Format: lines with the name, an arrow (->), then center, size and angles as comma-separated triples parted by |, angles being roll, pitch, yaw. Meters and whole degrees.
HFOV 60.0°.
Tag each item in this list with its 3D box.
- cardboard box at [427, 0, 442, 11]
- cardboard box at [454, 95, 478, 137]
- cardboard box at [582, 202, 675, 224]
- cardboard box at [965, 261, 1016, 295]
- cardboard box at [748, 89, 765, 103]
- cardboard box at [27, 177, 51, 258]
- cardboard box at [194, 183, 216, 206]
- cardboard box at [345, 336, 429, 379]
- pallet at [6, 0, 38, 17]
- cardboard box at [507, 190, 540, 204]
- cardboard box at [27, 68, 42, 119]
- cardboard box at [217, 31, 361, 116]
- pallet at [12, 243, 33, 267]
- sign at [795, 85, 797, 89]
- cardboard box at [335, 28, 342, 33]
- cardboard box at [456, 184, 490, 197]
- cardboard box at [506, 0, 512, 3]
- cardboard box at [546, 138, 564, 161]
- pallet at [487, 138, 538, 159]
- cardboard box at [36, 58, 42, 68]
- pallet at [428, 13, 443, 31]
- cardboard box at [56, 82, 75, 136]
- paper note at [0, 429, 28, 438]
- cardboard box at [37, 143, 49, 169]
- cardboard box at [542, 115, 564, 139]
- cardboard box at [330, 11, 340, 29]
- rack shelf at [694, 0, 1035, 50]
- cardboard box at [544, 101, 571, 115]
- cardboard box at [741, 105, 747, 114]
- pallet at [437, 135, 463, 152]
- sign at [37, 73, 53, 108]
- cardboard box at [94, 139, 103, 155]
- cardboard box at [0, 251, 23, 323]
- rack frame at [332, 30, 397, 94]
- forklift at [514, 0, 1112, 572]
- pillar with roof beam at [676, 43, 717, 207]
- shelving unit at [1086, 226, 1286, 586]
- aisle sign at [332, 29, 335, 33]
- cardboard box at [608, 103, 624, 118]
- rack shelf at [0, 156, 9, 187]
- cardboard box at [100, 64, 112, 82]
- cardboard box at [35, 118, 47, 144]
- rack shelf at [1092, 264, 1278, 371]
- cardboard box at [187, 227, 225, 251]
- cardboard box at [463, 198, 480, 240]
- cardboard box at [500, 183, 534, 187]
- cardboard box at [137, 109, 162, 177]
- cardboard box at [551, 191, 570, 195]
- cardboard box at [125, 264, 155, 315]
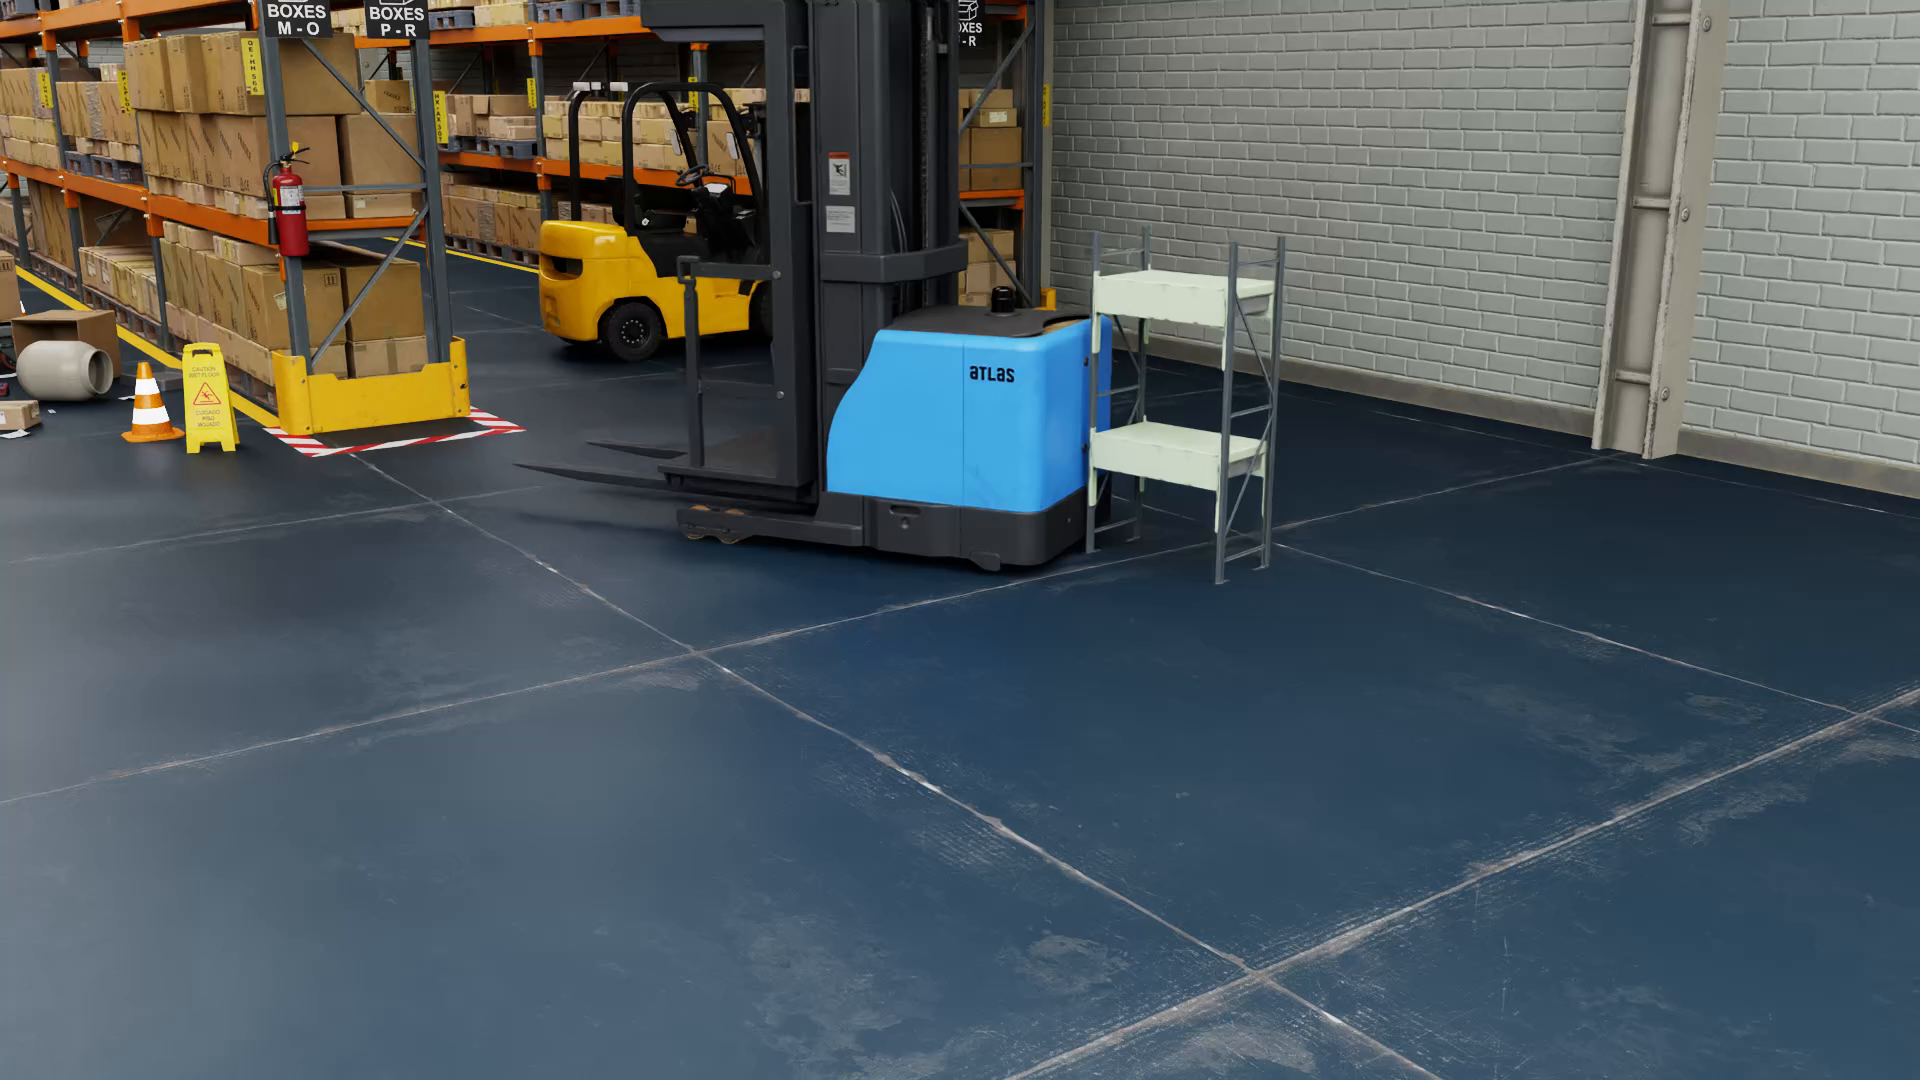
cardboard box -> -6.846, -6.934, 21.537 | 0.380, 0.149, 0.250 | -11, 19, -34
cardboard box -> -5.954, -5.378, 21.059 | 0.700, 0.500, 0.500 | -11, 19, -35
cardboard box -> -3.726, -3.473, 18.786 | 0.875, 0.625, 0.625 | -10, 18, -33
cardboard box -> 0.123, -2.231, 14.012 | 0.500, 0.250, 0.500 | -10, 18, -34
cardboard box -> -1.720, -4.060, 15.246 | 0.380, 0.149, 0.250 | -10, 18, -33
cardboard box -> -10.408, -3.830, 19.617 | 0.875, 0.875, 0.875 | -10, 18, -33
cardboard box -> -5.292, -2.502, 12.011 | 0.380, 0.149, 0.250 | -11, 19, -35
cardboard box -> -4.032, -1.301, 11.562 | 0.500, 0.250, 0.500 | -11, 19, -35
pallet -> -8.906, -5.403, 16.811 | 1.213, 0.211, 1.003 | -10, 18, -32
cardboard box -> -5.390, -4.245, 20.616 | 0.380, 0.149, 0.250 | -10, 18, -33
cardboard box -> -9.309, -4.627, 17.215 | 0.500, 0.500, 0.500 | -10, 18, -34
cardboard box -> -4.258, -2.959, 10.559 | 0.700, 0.500, 0.500 | -11, 19, -36
pallet -> -11.221, -3.602, 20.836 | 1.003, 0.211, 1.213 | -11, 19, -35
sign -> -1.672, -4.378, 16.598 | 0.100, 0.325, 0.005 | -11, 19, -35
cardboard box -> -9.177, -7.619, 25.026 | 0.380, 0.149, 0.250 | -10, 18, -33
cardboard box -> -6.443, -4.635, 22.041 | 0.380, 0.149, 0.250 | -12, 19, -37
cardboard box -> -5.146, -6.413, 19.672 | 0.380, 0.149, 0.250 | -10, 18, -33
cardboard box -> -4.409, -4.484, 19.063 | 0.500, 0.250, 0.500 | -11, 19, -34
pallet -> -4.927, -4.731, 20.042 | 1.213, 0.211, 1.003 | -11, 19, -35
cardboard box -> -10.976, -5.776, 20.184 | 0.380, 0.149, 0.250 | -11, 19, -34
pallet -> -6.497, -6.750, 21.729 | 1.213, 0.211, 1.003 | -11, 19, -35
cardboard box -> -8.408, -4.180, 16.120 | 0.500, 0.500, 0.500 | -12, 19, -36
paper note -> -5.947, -0.671, 10.469 | 0.142, 0.019, 0.148 | 10, 18, 33
cardboard box -> -9.305, -4.020, 17.367 | 0.500, 0.250, 0.500 | -10, 18, -34
cardboard box -> -4.429, -4.722, 18.983 | 0.500, 0.250, 0.500 | -11, 19, -35
cardboard box -> -9.136, -7.778, 24.853 | 0.500, 0.250, 0.500 | -11, 19, -35
rack shelf -> -0.944, -4.508, 14.546 | 1.077, 0.370, 4.000 | -11, 19, -35
cardboard box -> -4.523, -4.937, 19.013 | 0.380, 0.149, 0.250 | -10, 18, -33
cardboard box -> -1.816, -3.981, 15.522 | 0.380, 0.149, 0.250 | -11, 19, -35
pallet -> -6.442, -5.263, 21.989 | 1.003, 0.211, 1.213 | -11, 19, -35
sign -> -8.932, -4.390, 16.240 | 0.100, 0.325, 0.005 | -11, 19, -35
cardboard box -> -7.832, -3.669, 15.479 | 0.380, 0.149, 0.250 | -10, 18, -31
cardboard box -> -7.555, -1.941, 12.786 | 0.500, 0.500, 0.500 | -11, 19, -35
rack frame -> -9.176, -6.398, 25.769 | 1.000, 3.000, 0.127 | -11, 19, -35
forklift -> -0.817, -1.512, 8.047 | 3.031, 2.935, 1.130 | 7, 17, 24
pillar with roof beam -> -6.459, -6.776, 15.788 | 9.100, 9.000, 0.400 | -11, 19, -35
shelving unit -> 1.004, -0.627, 7.526 | 0.755, 1.500, 0.431 | 14, 21, 41
aisle sign -> -9.453, -7.621, 25.313 | 0.394, 0.787, 0.004 | -11, 19, -35
cardboard box -> -3.494, -4.548, 17.592 | 0.380, 0.149, 0.250 | -11, 19, -36
rack shelf -> -12.013, -4.852, 21.486 | 1.077, 0.370, 4.000 | -11, 19, -35
cardboard box -> -7.183, -4.035, 14.359 | 0.380, 0.149, 0.250 | -12, 19, -37
cardboard box -> -9.280, -4.260, 17.295 | 0.500, 0.250, 0.500 | -11, 19, -36
rack shelf -> 1.004, -1.004, 7.423 | 0.720, 0.370, 0.431 | 14, 21, 41
cardboard box -> -5.515, -2.245, 12.359 | 0.380, 0.149, 0.250 | -10, 18, -31
cardboard box -> -6.111, -4.183, 21.616 | 0.500, 0.500, 0.500 | -12, 19, -36
cardboard box -> -5.893, -4.663, 22.142 | 0.380, 0.149, 0.250 | -12, 19, -37
cardboard box -> -6.100, -3.119, 13.035 | 0.500, 0.500, 0.500 | -11, 19, -35
cardboard box -> -4.872, -4.261, 20.671 | 0.380, 0.149, 0.250 | -11, 19, -34
cardboard box -> -6.869, -2.264, 14.847 | 0.950, 0.372, 0.625 | -10, 18, -31
